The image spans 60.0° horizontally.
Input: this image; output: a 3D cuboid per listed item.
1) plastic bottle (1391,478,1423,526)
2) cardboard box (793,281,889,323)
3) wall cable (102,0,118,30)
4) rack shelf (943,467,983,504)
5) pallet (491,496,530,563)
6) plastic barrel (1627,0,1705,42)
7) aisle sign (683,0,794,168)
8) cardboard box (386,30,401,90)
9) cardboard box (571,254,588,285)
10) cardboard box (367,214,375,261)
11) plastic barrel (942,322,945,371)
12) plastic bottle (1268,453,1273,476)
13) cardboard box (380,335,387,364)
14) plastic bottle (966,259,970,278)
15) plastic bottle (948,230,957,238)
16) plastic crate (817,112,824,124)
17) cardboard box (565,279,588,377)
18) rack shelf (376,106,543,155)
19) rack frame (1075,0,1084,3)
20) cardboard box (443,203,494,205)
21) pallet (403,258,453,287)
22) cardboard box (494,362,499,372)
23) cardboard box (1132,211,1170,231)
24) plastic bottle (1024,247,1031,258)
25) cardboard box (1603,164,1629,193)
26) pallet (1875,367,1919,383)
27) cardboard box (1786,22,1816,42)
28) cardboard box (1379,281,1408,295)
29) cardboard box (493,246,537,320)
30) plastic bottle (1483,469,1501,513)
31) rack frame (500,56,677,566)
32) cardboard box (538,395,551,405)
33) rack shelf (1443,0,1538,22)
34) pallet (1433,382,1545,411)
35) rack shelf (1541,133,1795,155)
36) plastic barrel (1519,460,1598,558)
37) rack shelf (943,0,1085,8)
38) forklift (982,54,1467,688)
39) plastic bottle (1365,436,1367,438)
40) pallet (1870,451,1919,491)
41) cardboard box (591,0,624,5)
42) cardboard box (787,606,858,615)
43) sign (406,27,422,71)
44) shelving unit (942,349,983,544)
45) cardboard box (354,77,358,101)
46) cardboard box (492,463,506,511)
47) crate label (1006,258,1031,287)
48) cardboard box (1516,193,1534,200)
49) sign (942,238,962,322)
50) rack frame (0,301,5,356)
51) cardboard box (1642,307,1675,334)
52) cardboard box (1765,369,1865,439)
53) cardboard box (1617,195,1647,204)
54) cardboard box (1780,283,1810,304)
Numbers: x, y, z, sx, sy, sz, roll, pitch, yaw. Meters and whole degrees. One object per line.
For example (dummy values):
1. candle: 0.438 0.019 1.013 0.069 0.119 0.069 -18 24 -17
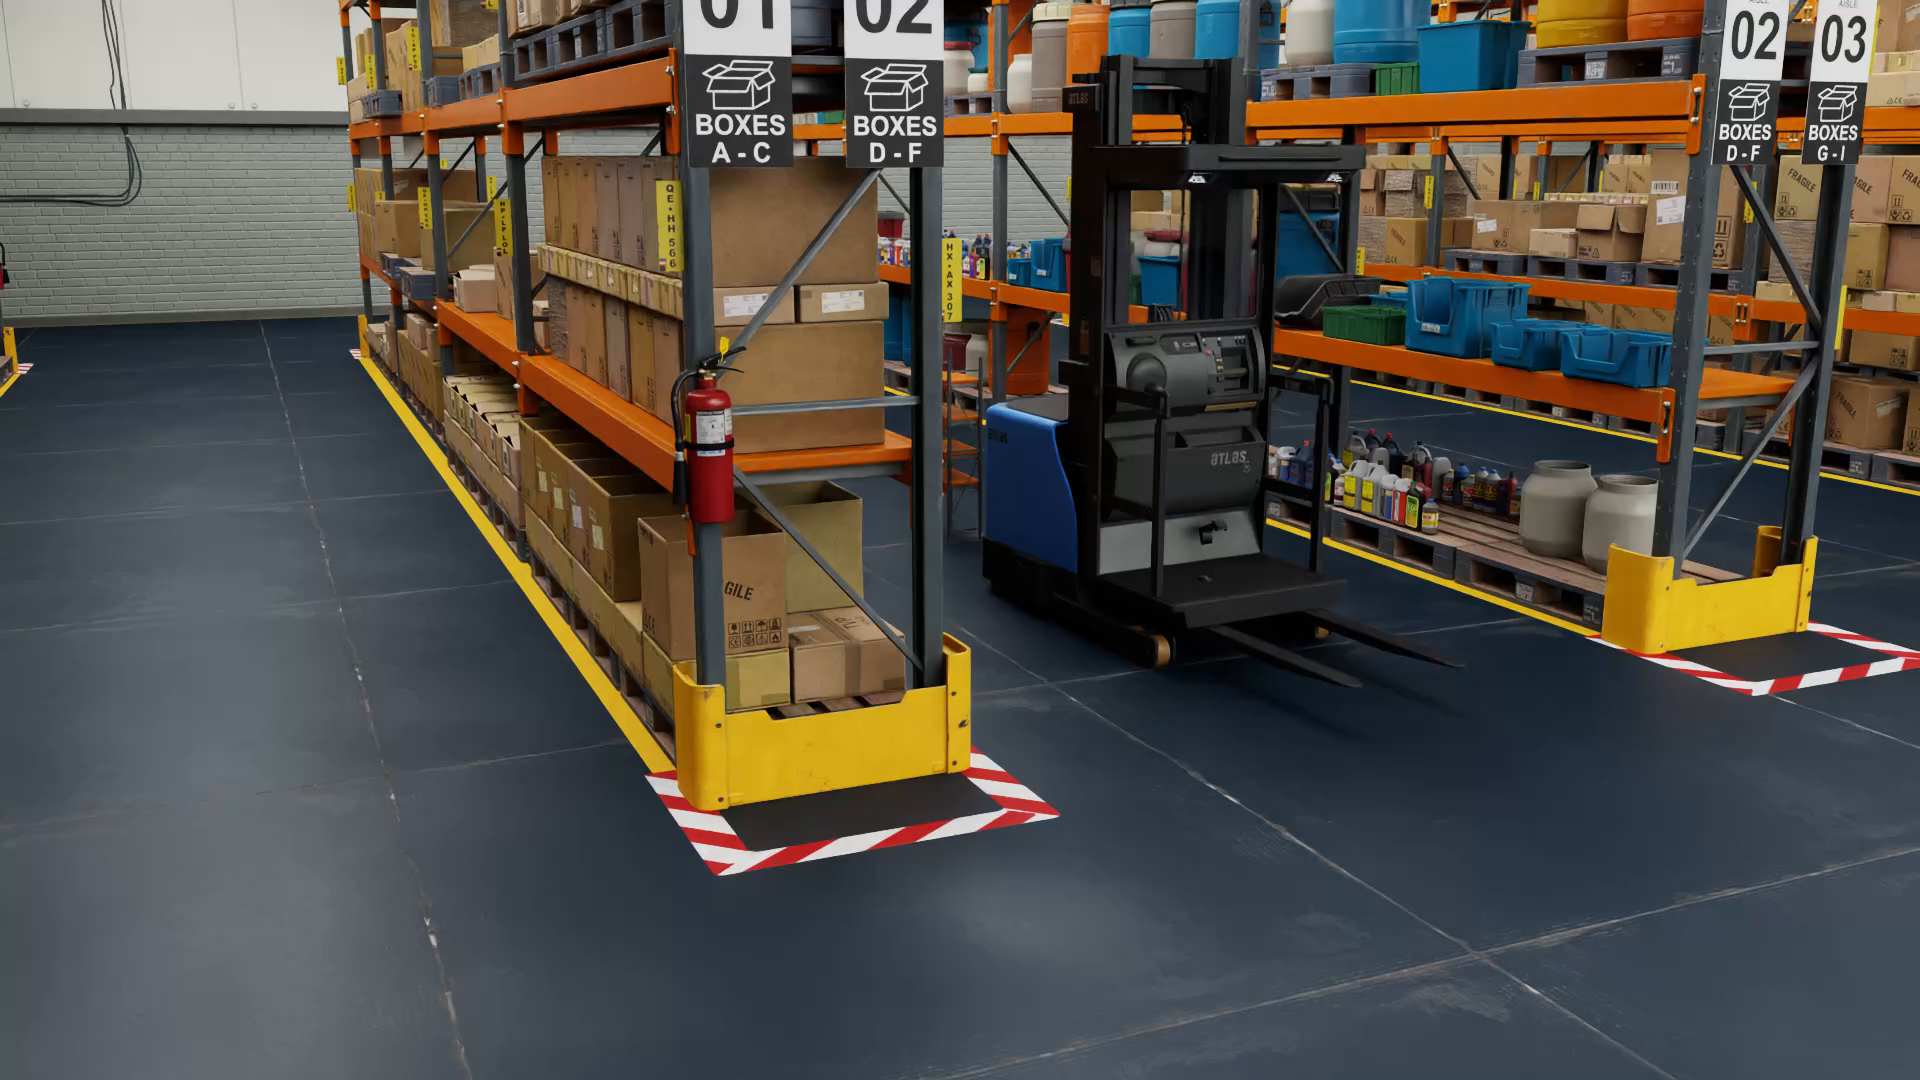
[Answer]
1. plastic bottle: 2.777 -0.239 10.314 0.152 0.276 0.135 -6 14 -23
2. cardboard box: -0.510 -0.976 6.773 0.380 0.149 0.250 -6 14 -23
3. wall cable: -10.956 -8.684 24.118 3.097 2.526 0.112 -6 14 -23
4. rack shelf: -0.066 -0.360 10.942 0.258 0.148 0.480 -6 14 -23
5. pallet: -2.483 -0.127 10.951 1.003 0.211 1.213 -6 14 -23
6. plastic barrel: 3.679 -2.921 8.303 0.600 0.830 0.708 -6 14 -23
7. aisle sign: -0.793 -1.737 5.957 0.394 0.787 0.004 -6 14 -23
8. cardboard box: -5.223 -4.642 16.249 0.600 0.600 0.600 -7 15 -28
9. cardboard box: -1.812 -1.418 8.683 0.380 0.149 0.250 -6 14 -25
10. cardboard box: -6.415 -3.436 18.841 0.500 0.500 0.500 -5 14 -22
11. plastic barrel: -0.187 -2.044 17.635 0.421 0.512 0.421 0 13 0
12. plastic bottle: 2.154 -0.508 11.643 0.097 0.201 0.097 0 13 0
13. cardboard box: -6.146 -2.141 18.456 0.500 0.311 0.500 -6 14 -23
14. plastic bottle: 0.110 -2.631 16.027 0.097 0.201 0.097 0 13 0
15. plastic bottle: -0.075 -3.214 18.213 0.144 0.351 0.185 -6 14 -23
16. plastic crate: -1.474 -4.975 19.434 0.416 0.233 0.300 -6 14 -23
17. cardboard box: -1.752 -1.186 9.121 0.700 0.500 0.500 -6 14 -24
18. rack shelf: -4.556 -3.687 15.093 1.077 0.370 4.000 -6 14 -23
19. rack frame: 2.119 -7.633 23.892 1.000 3.000 0.127 -6 14 -23
20. cardboard box: -4.593 -2.884 15.524 0.700 0.500 0.500 -10 16 -37
21. pallet: -4.538 -2.471 15.320 1.003 0.211 1.213 -6 14 -23
22. cardboard box: -3.890 -1.387 14.780 0.500 0.500 0.500 -6 14 -25
23. cardboard box: 2.690 -4.340 22.643 0.500 0.250 0.500 -6 14 -24
24. plastic bottle: 0.723 -2.764 16.434 0.152 0.276 0.135 -6 14 -23
25. cardboard box: 11.130 -6.016 27.772 0.500 0.500 0.500 -6 14 -24
26. pallet: 10.640 -1.705 17.767 1.003 0.211 1.213 -6 14 -23
27. cardboard box: 6.828 -4.053 13.918 0.797 0.503 0.637 -6 14 -26
28. cardboard box: 5.066 -2.371 18.244 1.225 0.875 0.875 -6 14 -26
29. cardboard box: -3.068 -1.867 12.062 0.500 0.500 0.500 -6 15 -26
30. plastic bottle: 3.412 -0.316 10.657 0.097 0.271 0.097 0 13 0
31. rack frame: -2.153 -1.337 9.994 1.000 3.000 0.127 -6 14 -23
32. cardboard box: -2.906 -1.004 12.479 0.500 0.311 0.500 -6 14 -23
33. rack shelf: 6.125 -5.022 15.092 1.077 0.370 4.000 -6 14 -23
34. pallet: 5.635 -1.537 17.044 1.003 0.211 1.213 -6 14 -23
35. rack shelf: 9.107 -5.009 20.801 1.077 0.370 4.000 -6 14 -23
36. plastic barrel: 3.455 -0.182 9.591 0.421 0.512 0.421 0 13 0
37. rack shelf: -0.016 -5.401 16.729 1.077 0.370 4.000 -6 14 -23
38. forklift: 1.269 -0.915 8.325 1.130 2.935 3.031 -7 15 -27
39. plastic bottle: 2.883 -0.605 11.880 0.061 0.283 0.133 -5 14 -20
40. pallet: 7.720 -0.484 12.495 1.003 0.211 1.213 -6 14 -23
41. cardboard box: -1.253 -2.386 6.964 0.500 0.250 0.500 -6 14 -23
42. cardboard box: -0.765 0.391 7.696 0.500 0.250 0.500 -6 14 -23
43. sign: -4.253 -3.828 12.958 0.100 0.325 0.005 -6 14 -23
44. shelving unit: -0.066 -0.619 10.882 0.258 1.200 0.503 -6 14 -23
45. cardboard box: -6.592 -5.112 18.875 0.500 0.250 0.500 -6 14 -23
46. cardboard box: -2.785 -0.366 10.966 0.500 0.250 0.500 -6 14 -24
47. crate label: 0.611 -2.407 14.991 0.303 0.233 0.416 -6 14 -23
48. cardboard box: 7.854 -4.579 23.120 0.500 0.500 0.500 -6 14 -23
49. sign: -0.039 -1.020 6.528 0.100 0.325 0.005 -6 14 -23
50. rack frame: -11.497 -3.368 18.769 1.000 3.000 0.127 -6 14 -23
51. cardboard box: 8.974 -2.799 20.923 0.500 0.500 0.500 -6 14 -25
52. cardboard box: 7.049 -1.131 13.718 0.500 0.500 0.500 -6 14 -25
53. cardboard box: 8.562 -4.293 21.072 0.380 0.149 0.250 -5 14 -21
54. cardboard box: 6.825 -1.984 13.347 0.380 0.149 0.250 -6 14 -23
